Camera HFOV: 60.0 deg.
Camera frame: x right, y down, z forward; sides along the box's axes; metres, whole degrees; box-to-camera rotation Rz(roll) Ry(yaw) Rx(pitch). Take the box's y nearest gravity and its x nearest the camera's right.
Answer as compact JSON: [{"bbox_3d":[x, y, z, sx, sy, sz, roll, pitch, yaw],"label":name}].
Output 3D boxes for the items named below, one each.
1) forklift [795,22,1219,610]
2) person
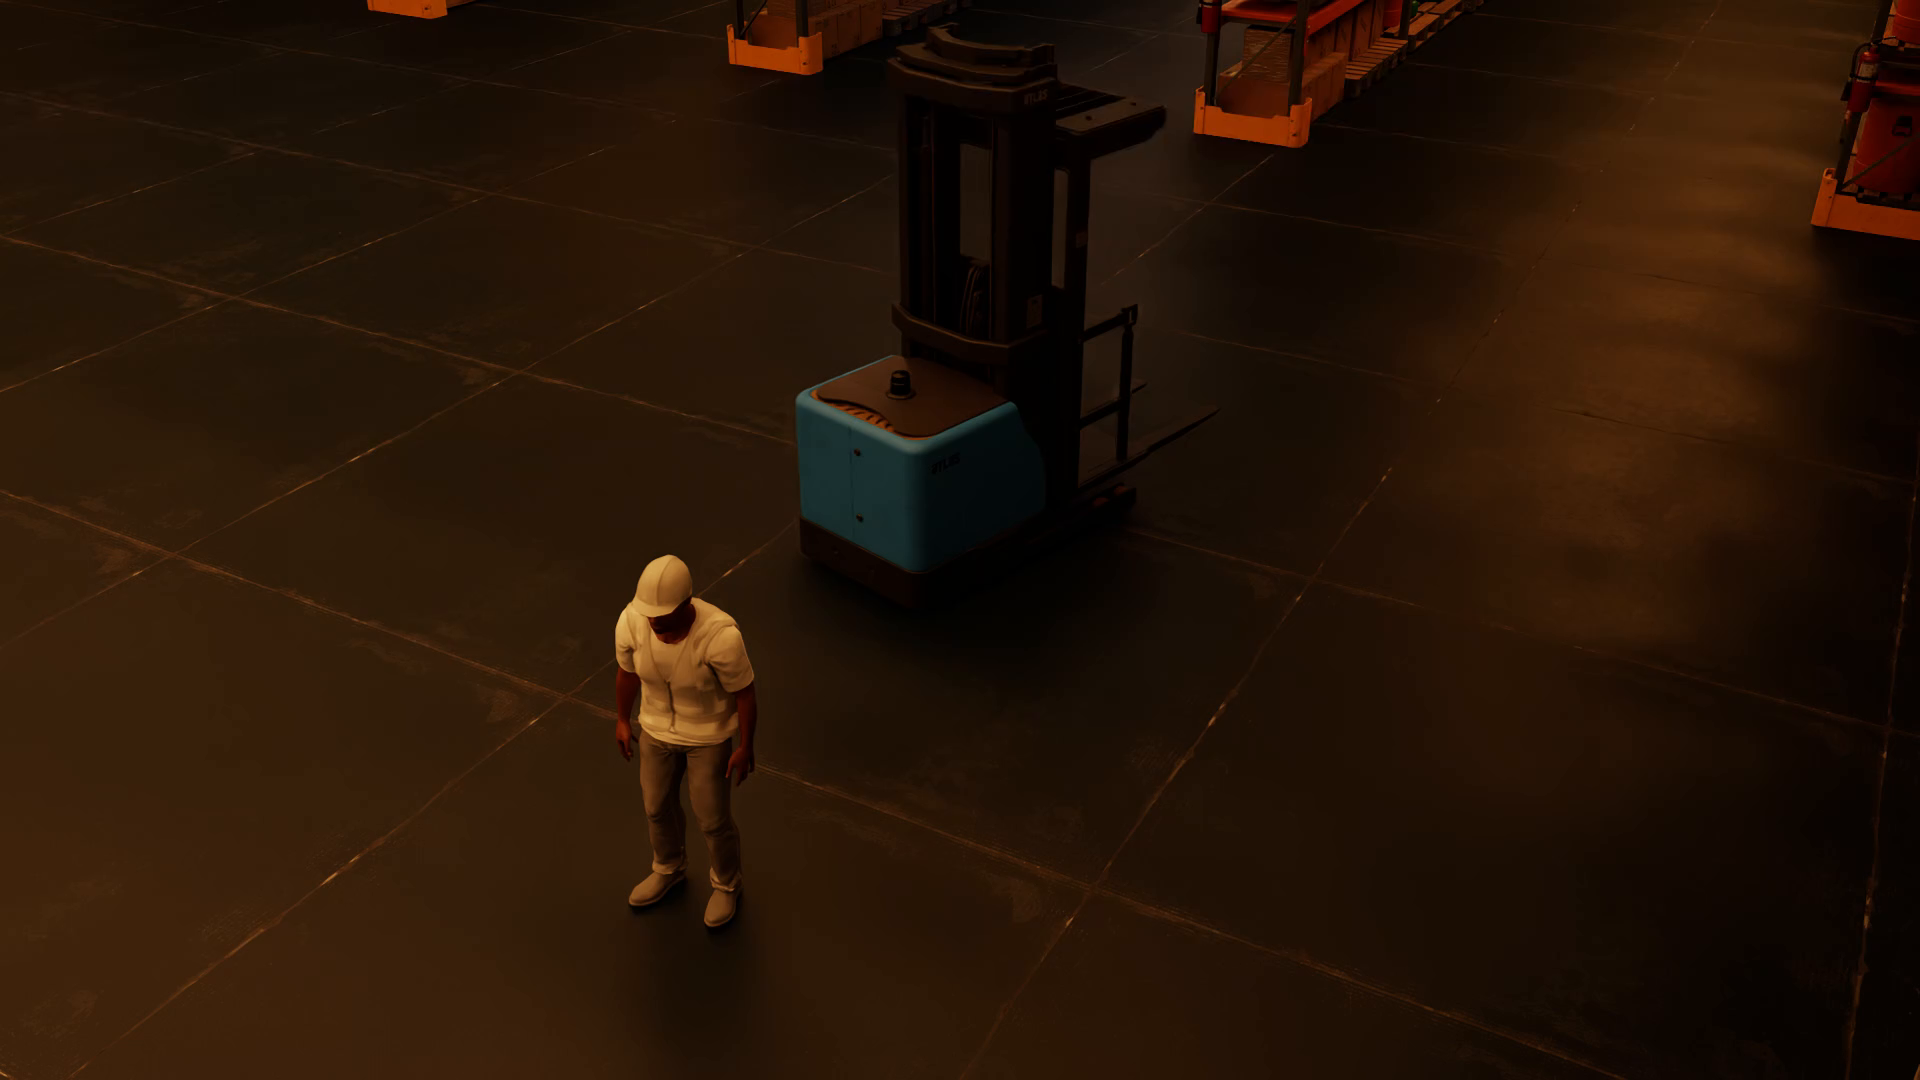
[{"bbox_3d":[0.442,-1.523,9.710,1.130,2.935,3.031,26,39,37],"label":"forklift"},{"bbox_3d":[-1.139,0.804,6.853,0.626,1.759,0.463,10,31,17],"label":"person"}]
